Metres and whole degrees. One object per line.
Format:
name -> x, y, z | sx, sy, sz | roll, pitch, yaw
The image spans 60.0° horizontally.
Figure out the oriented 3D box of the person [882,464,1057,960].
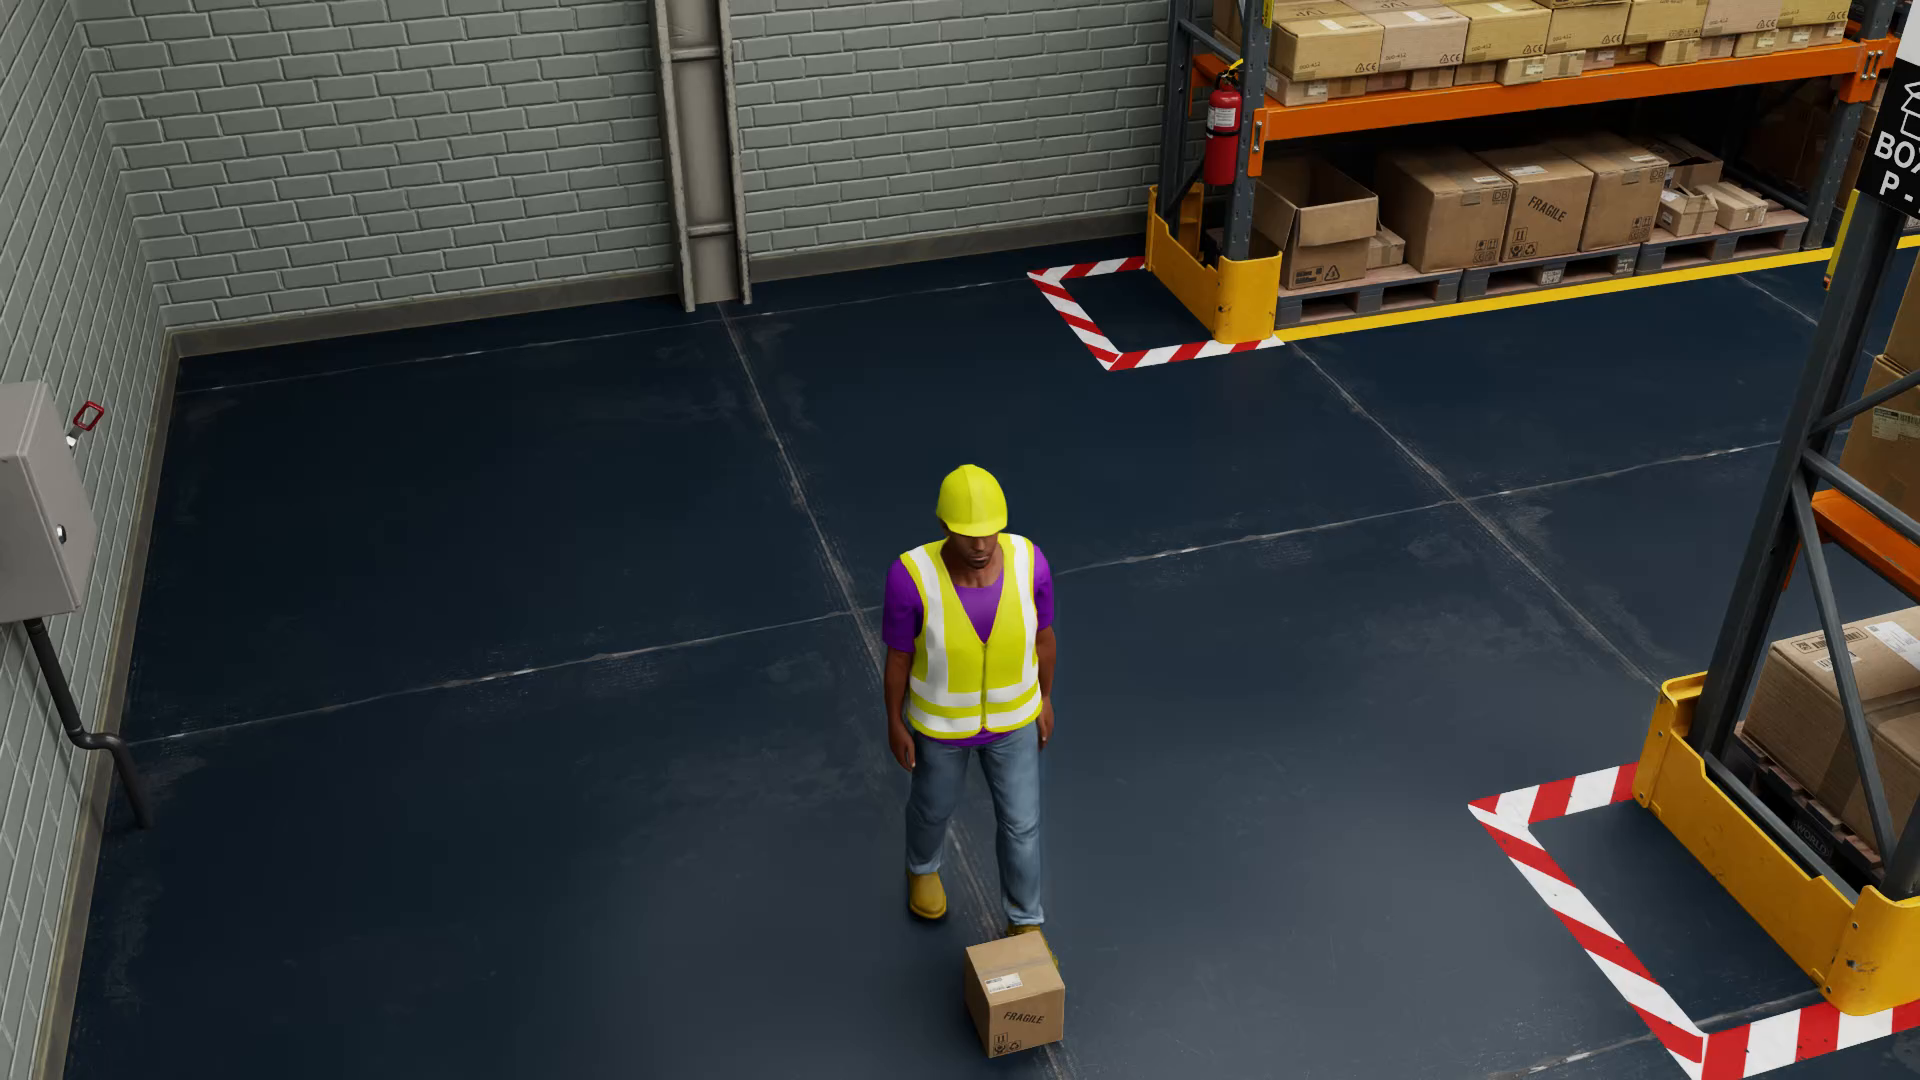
person -> 0.057, 0.589, 5.239 | 0.561, 1.768, 0.673 | -7, 34, -10
